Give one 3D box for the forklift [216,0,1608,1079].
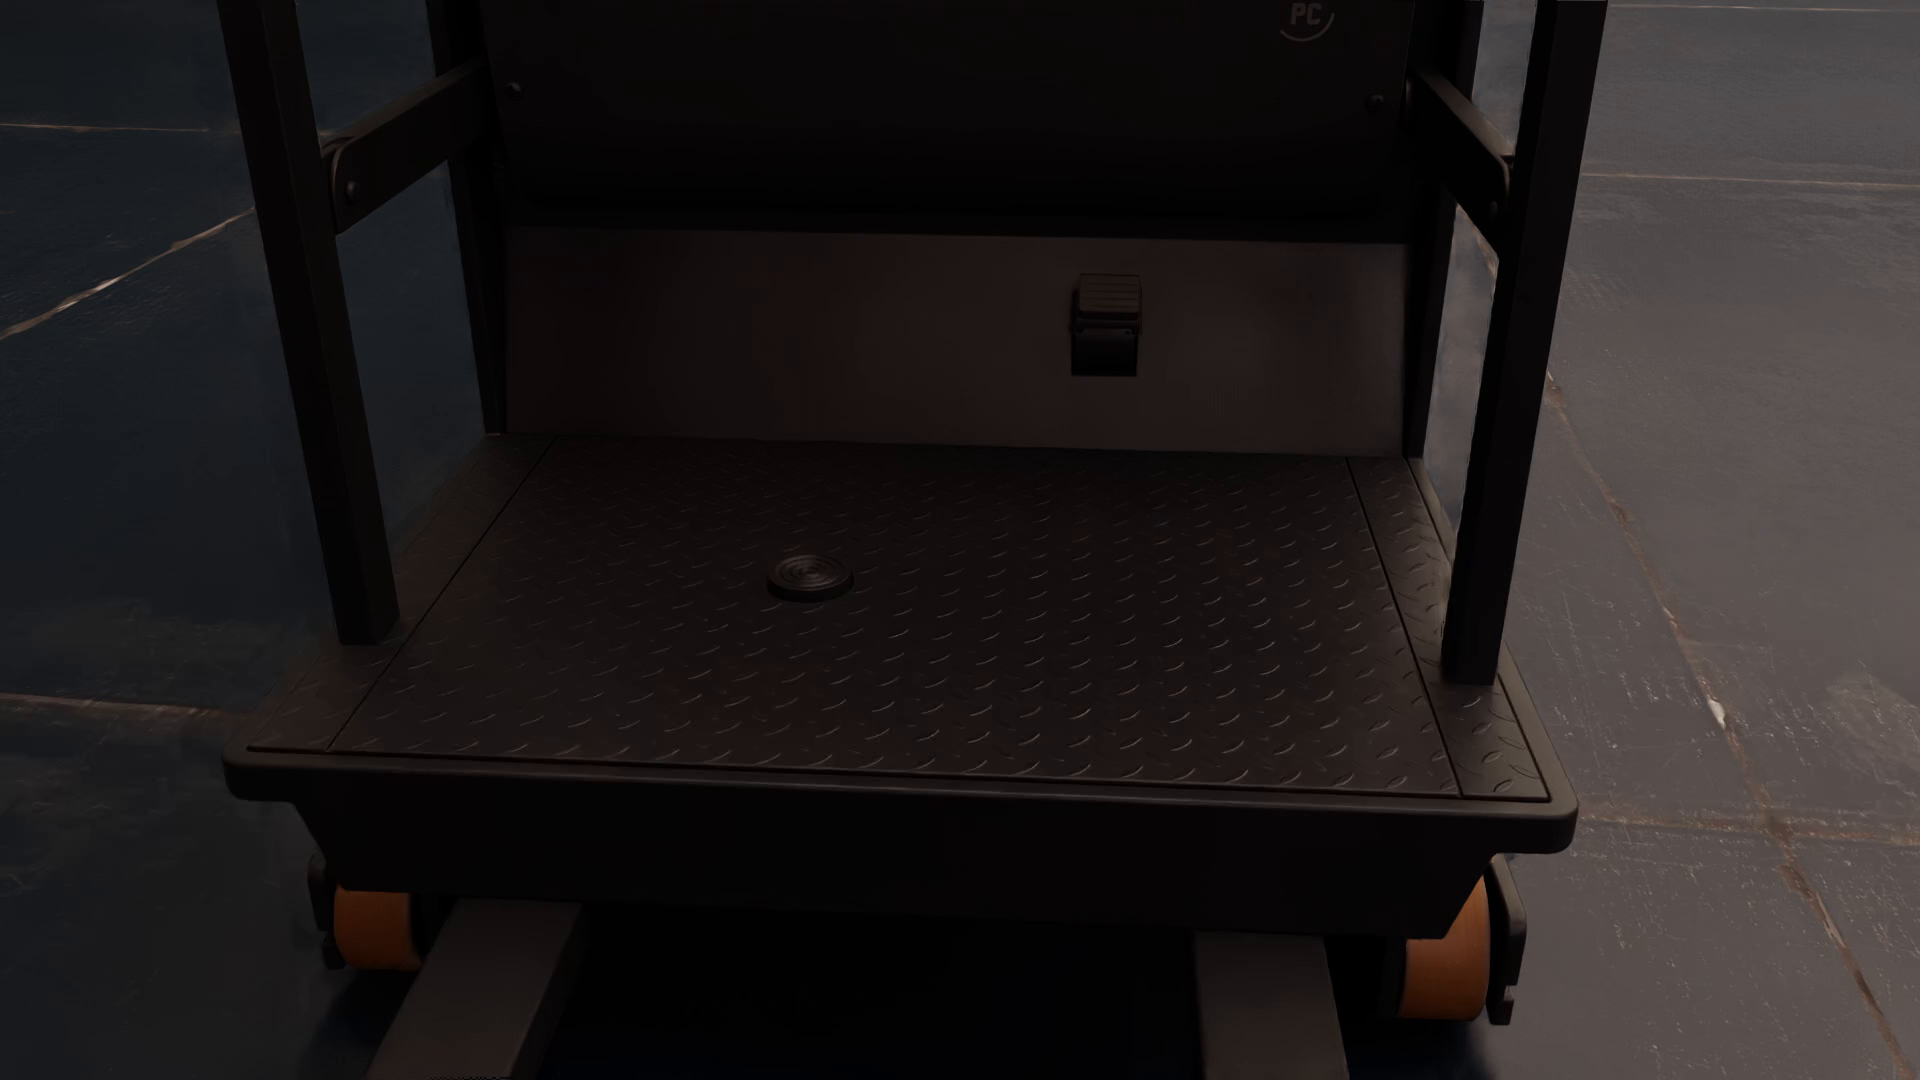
[{"bbox_3d":[-0.030,-1.008,1.237,1.130,2.935,3.031,2,27,4],"label":"forklift"}]
